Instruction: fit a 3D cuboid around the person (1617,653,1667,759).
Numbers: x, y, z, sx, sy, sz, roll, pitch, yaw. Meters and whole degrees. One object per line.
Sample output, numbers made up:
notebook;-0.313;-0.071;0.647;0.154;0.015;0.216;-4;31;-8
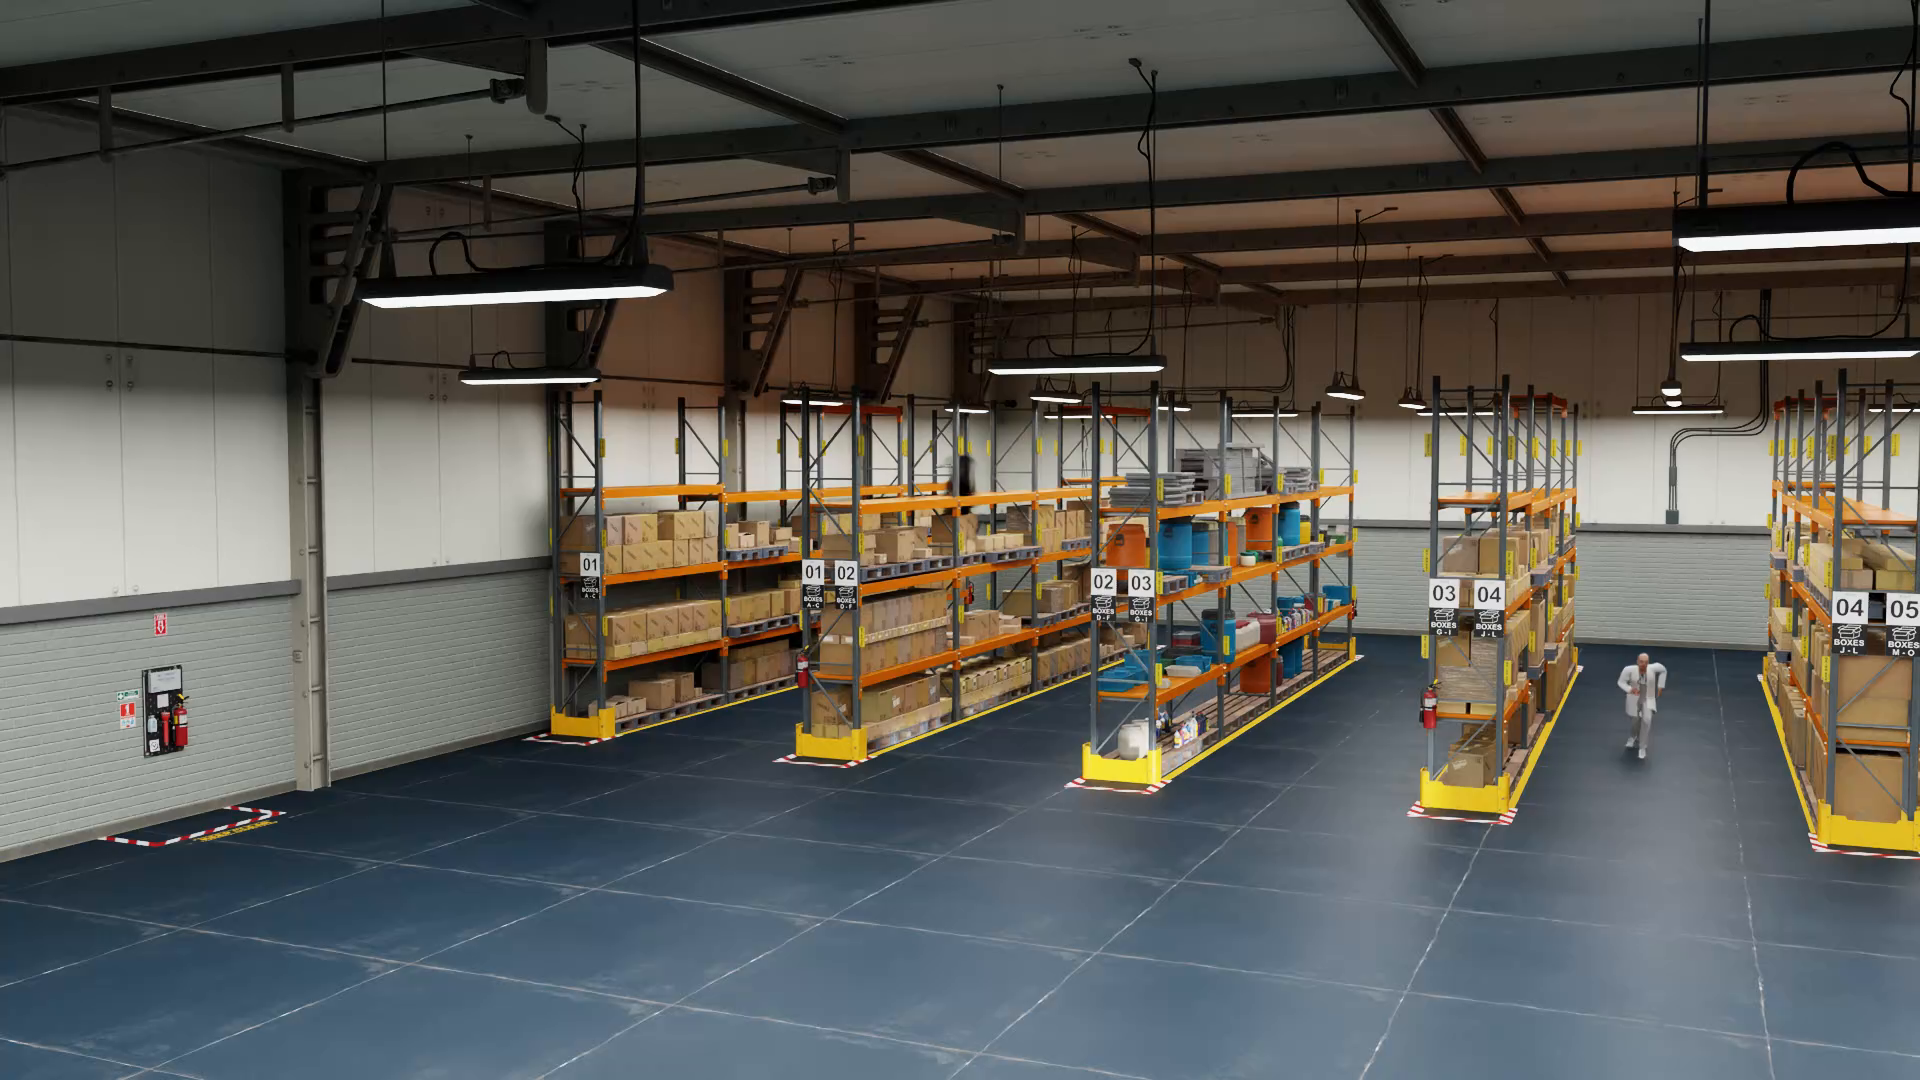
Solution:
person;11.131;2.680;27.220;0.761;1.747;1.052;1;3;12
